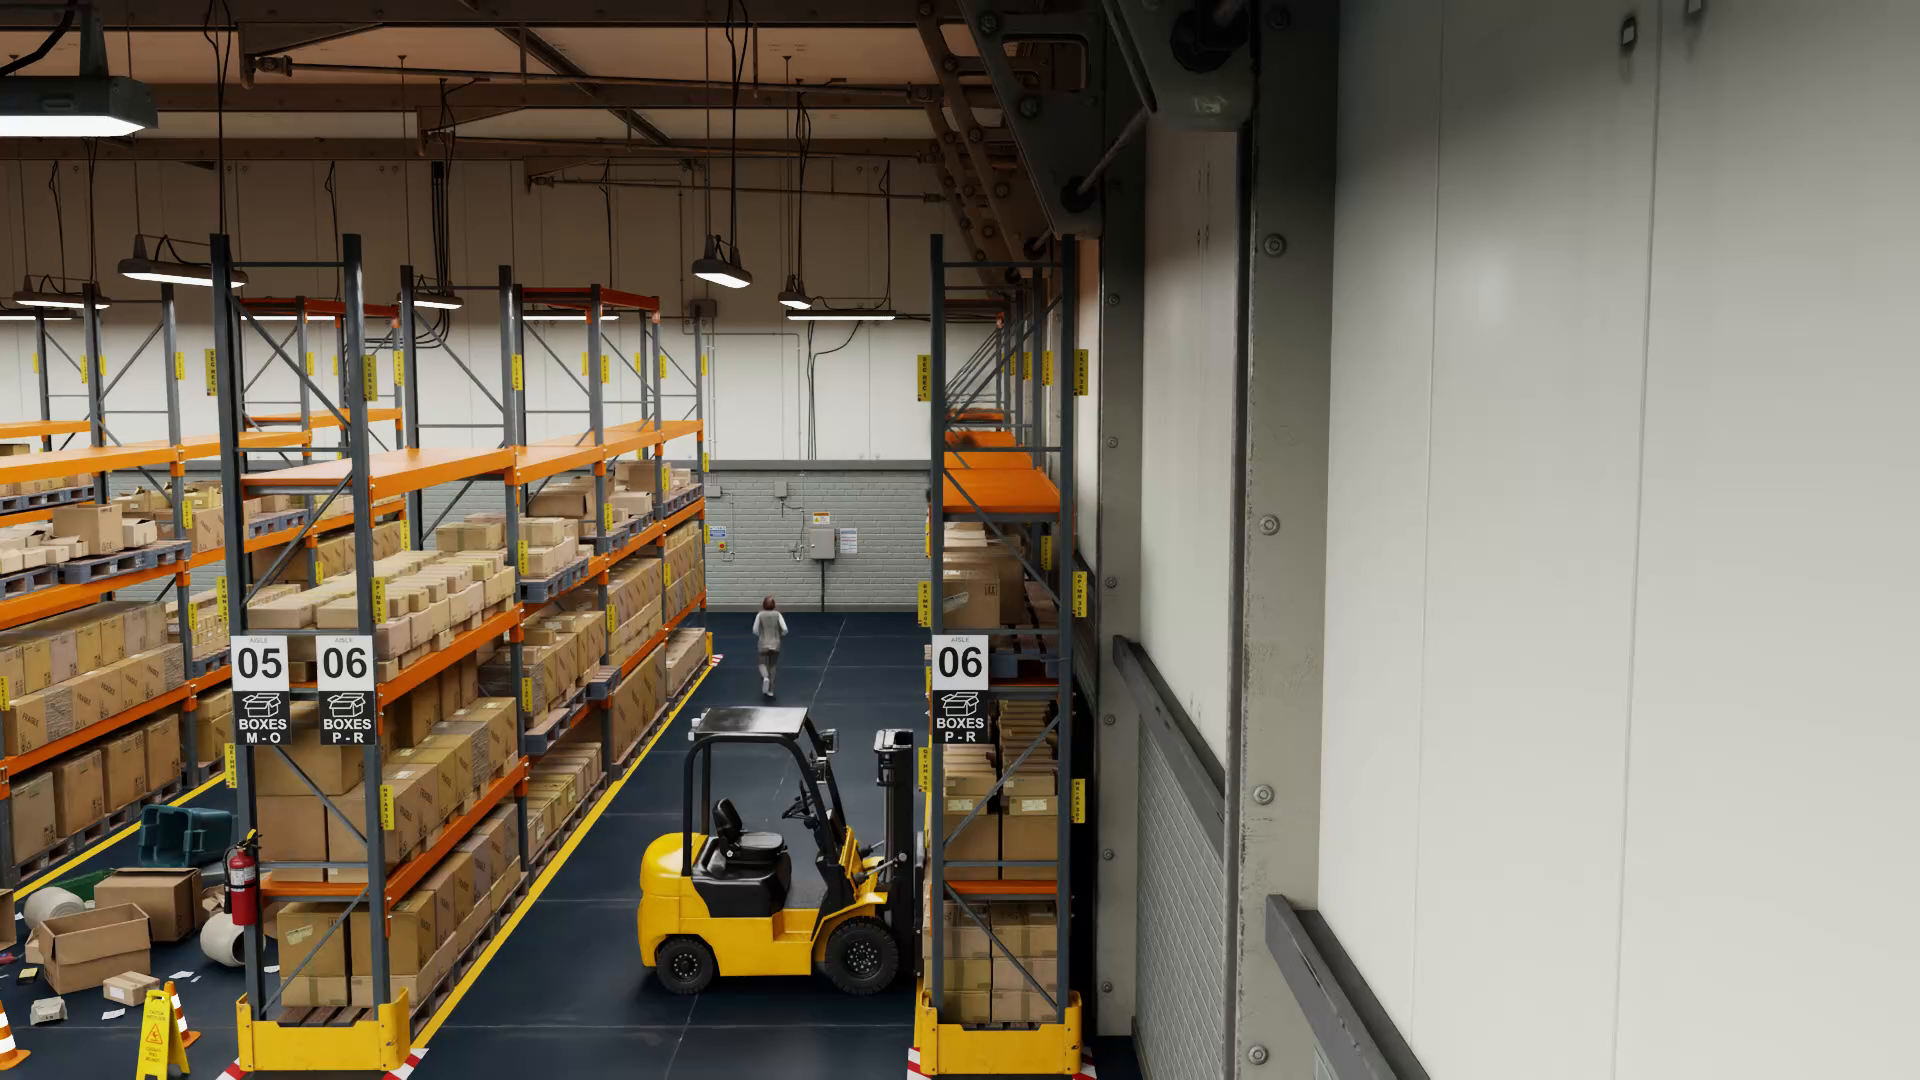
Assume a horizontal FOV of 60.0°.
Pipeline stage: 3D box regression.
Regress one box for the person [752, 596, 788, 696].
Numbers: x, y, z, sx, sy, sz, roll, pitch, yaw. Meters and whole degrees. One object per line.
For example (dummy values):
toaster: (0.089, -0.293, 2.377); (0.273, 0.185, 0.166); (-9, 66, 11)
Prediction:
person: (-2.877, 1.616, 25.191); (0.536, 1.549, 0.568); (-1, 6, -10)
